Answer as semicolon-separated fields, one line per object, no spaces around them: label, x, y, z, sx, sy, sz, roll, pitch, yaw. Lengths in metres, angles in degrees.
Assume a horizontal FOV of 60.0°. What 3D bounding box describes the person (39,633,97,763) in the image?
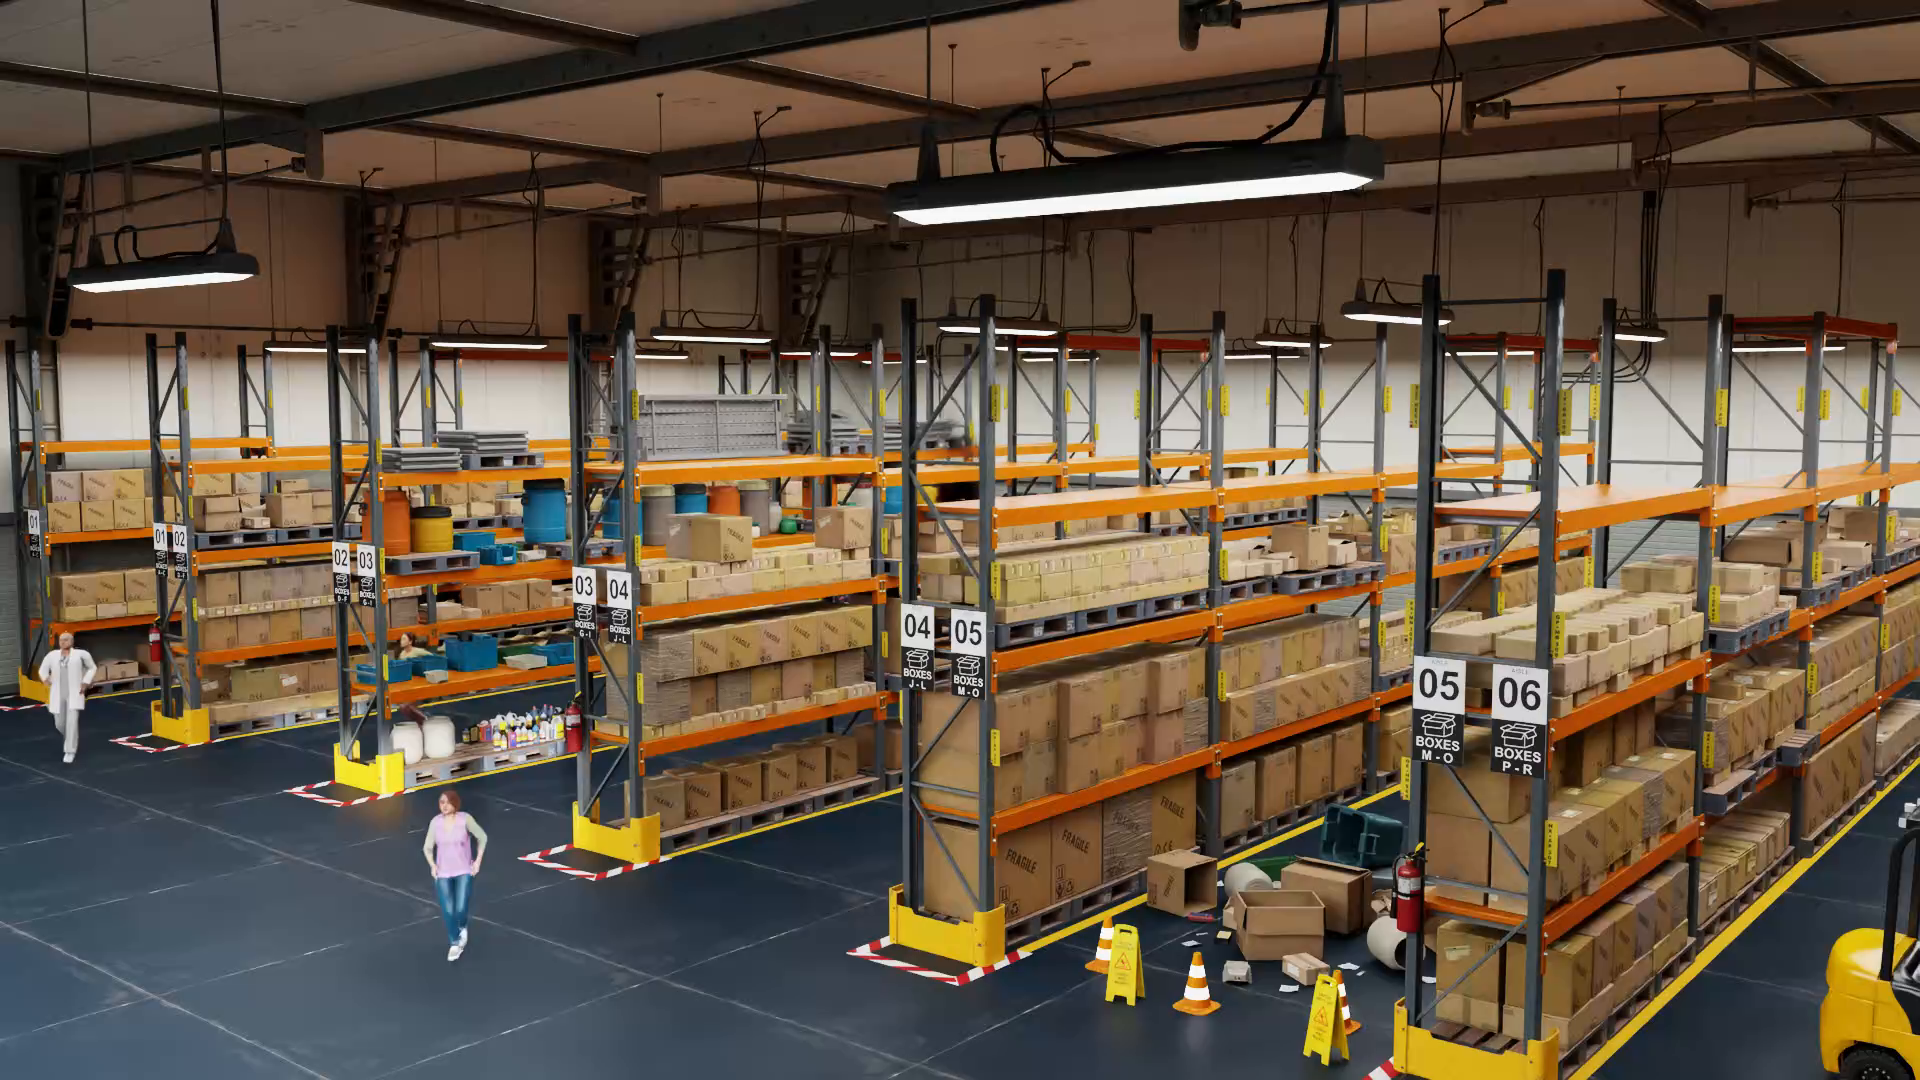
person;-12.552;2.189;23.376;0.722;1.785;0.872;-1;5;-12

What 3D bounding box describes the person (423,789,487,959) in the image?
person;-4.588;3.040;15.069;0.550;1.561;0.478;-1;5;-6

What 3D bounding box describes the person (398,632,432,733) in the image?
person;-8.037;2.151;24.418;0.596;1.622;0.716;3;6;32
